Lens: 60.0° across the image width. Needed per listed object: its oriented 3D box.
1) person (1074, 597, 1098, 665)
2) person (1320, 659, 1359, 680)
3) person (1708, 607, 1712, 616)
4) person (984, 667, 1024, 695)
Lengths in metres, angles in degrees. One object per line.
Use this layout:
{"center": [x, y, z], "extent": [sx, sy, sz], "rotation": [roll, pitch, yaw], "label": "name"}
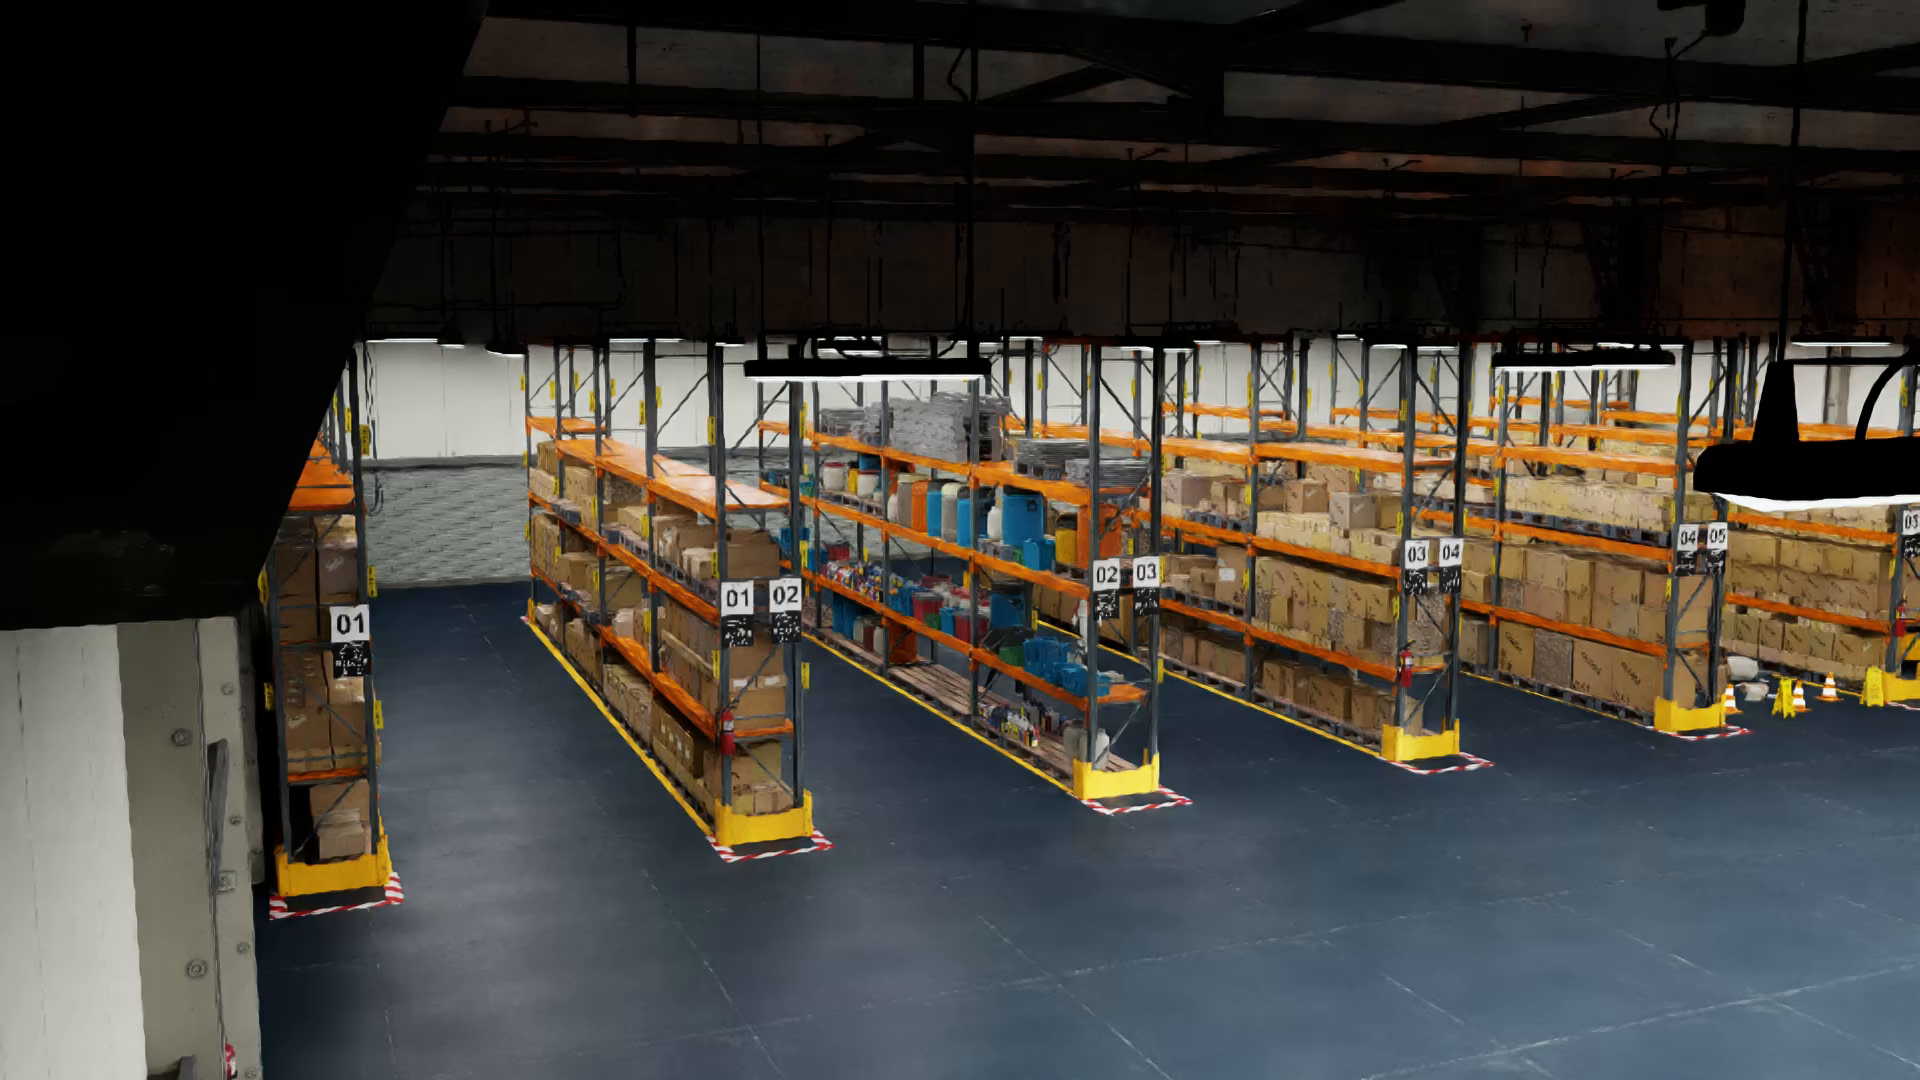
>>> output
{"center": [2.397, 1.413, 30.549], "extent": [0.532, 1.709, 1.128], "rotation": [-3, 8, -24], "label": "person"}
{"center": [6.508, 1.703, 28.452], "extent": [0.543, 1.700, 1.115], "rotation": [-3, 8, -20], "label": "person"}
{"center": [15.203, 0.943, 34.242], "extent": [0.537, 1.667, 0.557], "rotation": [1, 8, 9], "label": "person"}
{"center": [0.779, 1.852, 27.961], "extent": [0.561, 1.525, 0.788], "rotation": [-6, 10, -40], "label": "person"}
